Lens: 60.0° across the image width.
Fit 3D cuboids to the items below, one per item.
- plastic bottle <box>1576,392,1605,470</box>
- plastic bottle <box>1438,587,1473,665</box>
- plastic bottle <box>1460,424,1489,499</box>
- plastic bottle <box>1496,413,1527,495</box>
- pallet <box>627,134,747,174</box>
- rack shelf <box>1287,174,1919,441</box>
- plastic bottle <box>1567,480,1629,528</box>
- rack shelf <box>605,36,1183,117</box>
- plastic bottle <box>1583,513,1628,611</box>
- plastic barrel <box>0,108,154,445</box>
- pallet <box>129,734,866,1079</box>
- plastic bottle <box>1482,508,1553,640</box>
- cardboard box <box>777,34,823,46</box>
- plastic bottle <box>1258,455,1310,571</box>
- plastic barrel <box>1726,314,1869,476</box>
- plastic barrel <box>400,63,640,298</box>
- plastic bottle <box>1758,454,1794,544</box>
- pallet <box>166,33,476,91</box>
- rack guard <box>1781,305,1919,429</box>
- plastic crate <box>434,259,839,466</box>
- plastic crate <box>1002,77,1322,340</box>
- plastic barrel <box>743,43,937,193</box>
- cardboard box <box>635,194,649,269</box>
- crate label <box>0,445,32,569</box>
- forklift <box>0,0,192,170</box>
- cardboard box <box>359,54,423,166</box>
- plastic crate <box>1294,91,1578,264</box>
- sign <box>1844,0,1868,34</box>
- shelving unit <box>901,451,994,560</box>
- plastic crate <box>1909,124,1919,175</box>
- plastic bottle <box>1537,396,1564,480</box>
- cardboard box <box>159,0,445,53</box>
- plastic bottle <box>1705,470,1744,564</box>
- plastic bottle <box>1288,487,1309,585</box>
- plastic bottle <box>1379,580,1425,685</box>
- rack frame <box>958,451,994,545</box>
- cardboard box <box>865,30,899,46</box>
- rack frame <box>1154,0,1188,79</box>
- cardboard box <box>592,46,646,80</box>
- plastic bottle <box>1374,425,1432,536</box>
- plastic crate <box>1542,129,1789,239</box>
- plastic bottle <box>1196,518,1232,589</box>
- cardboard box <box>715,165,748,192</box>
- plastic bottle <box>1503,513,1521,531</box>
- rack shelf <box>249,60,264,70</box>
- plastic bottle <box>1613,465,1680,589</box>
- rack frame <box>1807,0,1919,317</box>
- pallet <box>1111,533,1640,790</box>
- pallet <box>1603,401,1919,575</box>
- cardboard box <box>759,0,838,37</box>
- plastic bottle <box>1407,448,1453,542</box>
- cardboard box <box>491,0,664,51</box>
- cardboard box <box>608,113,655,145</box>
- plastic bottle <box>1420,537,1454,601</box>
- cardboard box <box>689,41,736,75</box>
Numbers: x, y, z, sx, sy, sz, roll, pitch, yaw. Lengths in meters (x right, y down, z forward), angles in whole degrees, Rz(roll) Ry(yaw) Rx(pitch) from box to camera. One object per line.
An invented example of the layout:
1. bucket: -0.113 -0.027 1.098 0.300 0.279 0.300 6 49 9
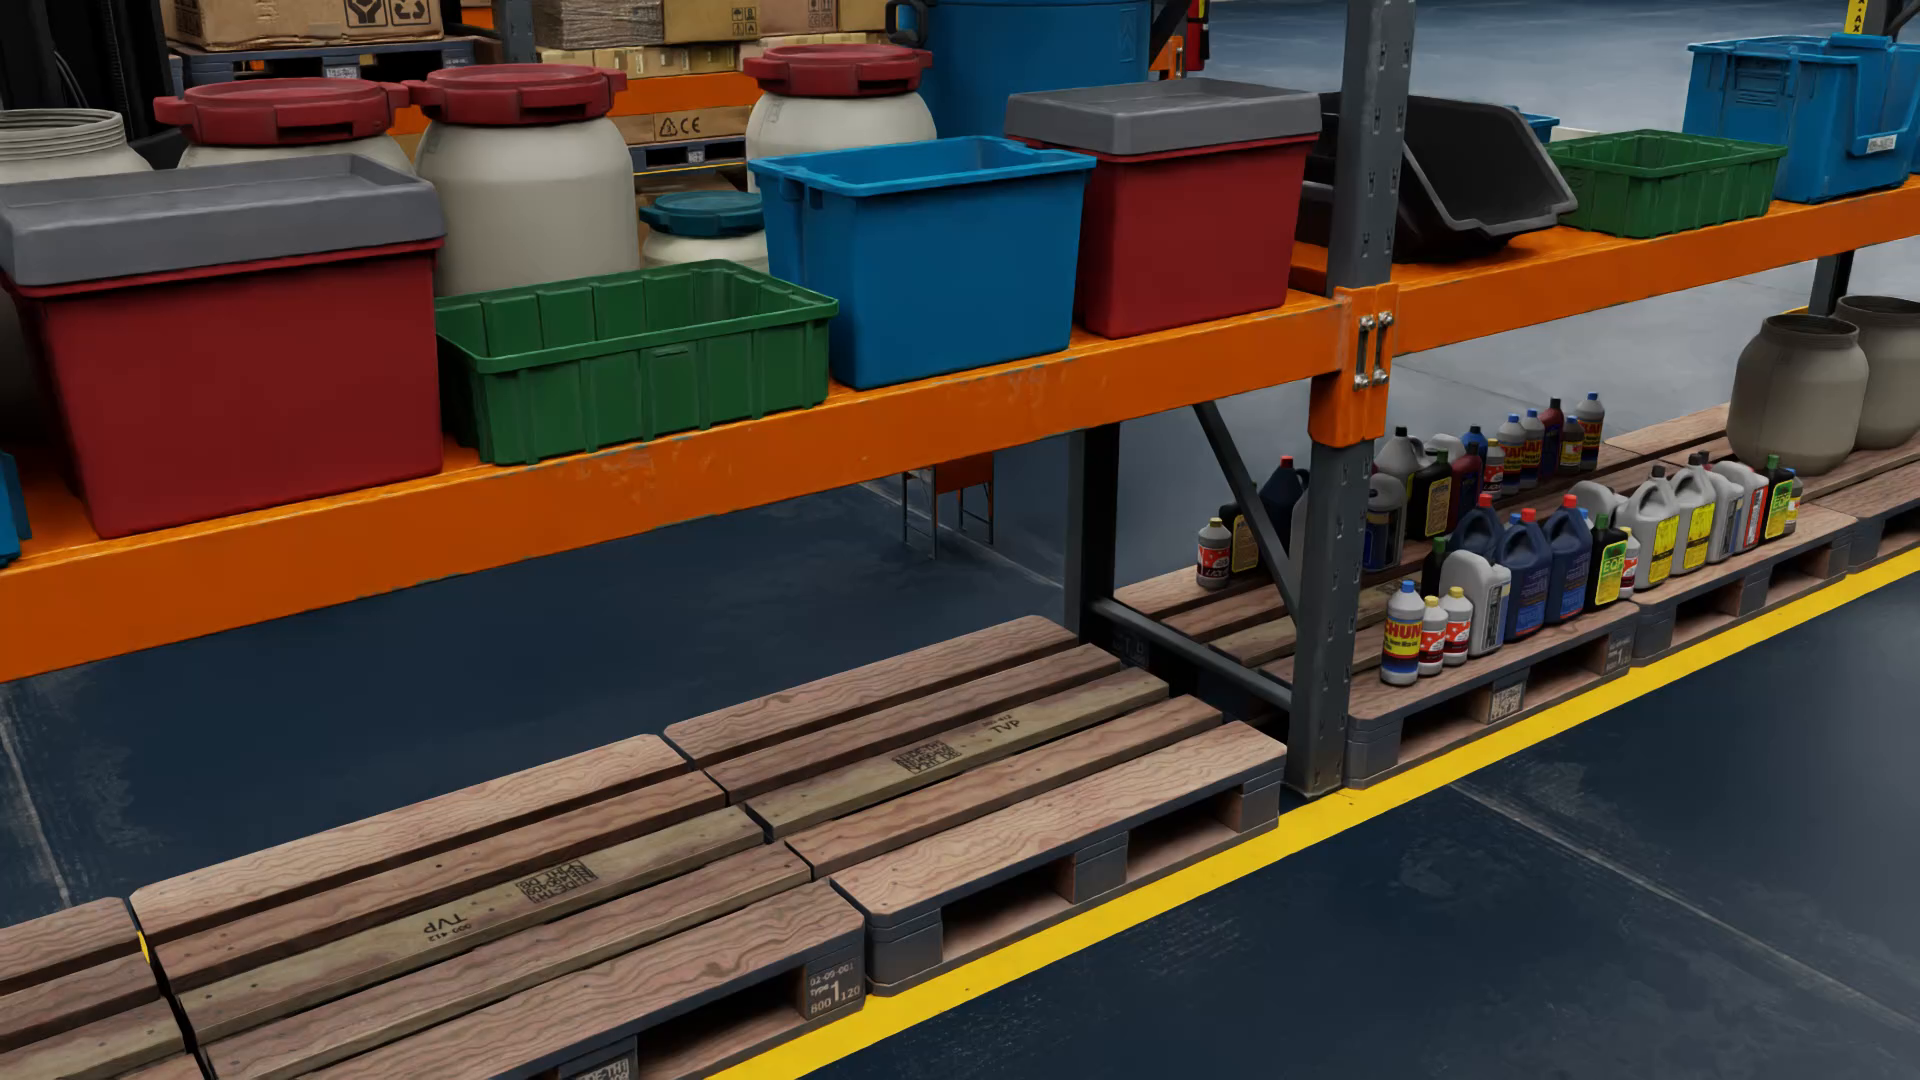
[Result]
1. plastic bottle: 2.237 -0.394 5.924 0.097 0.271 0.097 0 22 0
2. plastic bottle: 1.323 0.224 4.469 0.097 0.201 0.097 0 22 0
3. plastic bottle: 1.713 -0.254 5.574 0.097 0.271 0.097 0 22 0
4. plastic bottle: 1.877 -0.298 5.684 0.097 0.271 0.097 0 22 0
5. pallet: -2.420 -3.268 13.801 1.213 0.211 1.003 -15 26 -33
6. rack shelf: 2.267 -0.989 5.297 4.000 0.370 1.077 -15 26 -33
7. plastic bottle: 1.932 -0.051 5.058 0.135 0.276 0.152 -15 26 -33
8. rack shelf: -0.626 -2.479 9.031 4.000 0.370 1.077 -15 26 -33
9. plastic bottle: 1.853 0.054 4.786 0.133 0.283 0.061 -14 25 -31
10. plastic barrel: -1.551 -0.454 2.836 0.421 0.512 0.421 0 22 0
11. pallet: -0.962 0.853 3.475 1.213 0.211 1.003 -15 26 -33
12. plastic bottle: 1.541 0.086 4.613 0.185 0.351 0.144 -14 26 -31
13. cardboard box: -0.899 -2.497 8.446 0.250 0.149 0.380 -15 26 -33
14. plastic bottle: 0.998 -0.090 5.055 0.185 0.351 0.144 -16 27 -34
15. plastic barrel: 2.994 -0.521 5.946 0.421 0.512 0.421 0 22 0
16. plastic barrel: -0.857 -0.653 3.302 0.433 0.535 0.433 0 22 0
17. plastic bottle: 2.571 -0.138 5.267 0.133 0.283 0.061 -14 26 -32
18. pallet: -2.954 -2.169 7.544 1.213 0.211 1.003 -15 26 -33
19. rack guard: 3.856 -0.564 6.635 0.348 0.500 1.175 -15 26 -33
20. plastic crate: -0.605 -0.330 2.961 0.662 0.188 0.450 -15 26 -33
21. plastic crate: 0.429 -0.723 3.574 0.583 0.464 0.402 -15 26 -33
22. plastic barrel: -0.261 -0.812 3.700 0.433 0.535 0.433 0 22 0
23. cardboard box: -1.901 -1.489 8.385 0.500 0.500 0.500 -16 27 -34
24. crate label: -1.639 -0.174 2.238 0.616 0.435 0.502 -15 26 -33
25. forklift: -3.414 -1.368 5.370 3.031 2.935 1.130 0 22 0
26. cardboard box: -4.512 -3.217 12.212 0.875 0.875 0.875 -14 26 -32
27. plastic crate: 1.143 -0.936 4.279 0.504 0.338 0.767 -15 26 -33
28. sign: 3.573 -2.051 6.615 0.005 0.325 0.100 -15 26 -33
29. shelving unit: -0.043 -0.476 5.673 0.252 1.050 0.215 -15 26 -33
30. plastic crate: 3.128 -1.349 5.431 0.408 0.251 0.499 -15 26 -33
31. plastic bottle: 2.042 -0.356 5.813 0.133 0.283 0.061 -14 26 -32
32. cardboard box: -2.976 -2.724 7.299 1.000 1.000 1.000 -15 26 -33
33. plastic bottle: 2.322 -0.089 5.154 0.135 0.276 0.152 -16 27 -34
34. plastic bottle: 1.082 -0.047 4.946 0.185 0.351 0.144 -15 26 -33
35. plastic bottle: 1.158 0.236 4.346 0.097 0.271 0.097 0 22 0
36. rack frame: 0.056 -0.502 5.739 0.008 1.050 0.200 -15 26 -33
37. cardboard box: -0.513 -2.616 8.743 0.250 0.149 0.380 -15 26 -33
38. rack frame: 0.998 -3.246 9.983 0.127 3.000 1.000 -15 26 -33
39. cardboard box: -1.688 -2.269 7.875 0.250 0.149 0.380 -15 26 -33
40. plastic bottle: 1.416 -0.201 5.334 0.185 0.351 0.144 -15 26 -33
41. plastic crate: 1.910 -1.000 4.642 0.662 0.188 0.450 -15 26 -33
42. plastic bottle: 0.756 0.033 4.948 0.097 0.201 0.097 0 22 0
43. cardboard box: -0.982 -1.773 9.098 0.500 0.500 0.500 -18 28 -37
44. plastic bottle: 1.588 0.055 4.798 0.097 0.271 0.097 0 22 0
45. rack shelf: -6.687 -3.127 10.656 4.000 0.370 1.077 -15 26 -33
46. plastic bottle: 2.039 -0.047 4.946 0.185 0.351 0.144 -15 26 -33
47. rack frame: 3.890 -1.756 6.249 0.127 3.000 1.000 -15 26 -33
48. pallet: 1.213 0.272 4.929 1.213 0.211 1.003 -15 26 -33
49. pallet: 3.194 -0.256 6.252 1.213 0.211 1.003 -15 26 -33
50. cardboard box: -1.074 -2.879 8.529 0.500 0.500 0.875 -15 26 -33
51. plastic bottle: 1.497 -0.145 5.284 0.133 0.283 0.061 -15 26 -33
52. cardboard box: -1.848 -2.643 7.937 0.500 0.500 0.875 -15 26 -33
53. cardboard box: -3.042 -3.610 13.197 0.875 0.875 0.875 -15 26 -34
54. plastic bottle: 1.342 0.120 4.619 0.133 0.283 0.061 -15 26 -33
55. cardboard box: -1.304 -2.389 8.175 0.250 0.149 0.380 -15 26 -33
